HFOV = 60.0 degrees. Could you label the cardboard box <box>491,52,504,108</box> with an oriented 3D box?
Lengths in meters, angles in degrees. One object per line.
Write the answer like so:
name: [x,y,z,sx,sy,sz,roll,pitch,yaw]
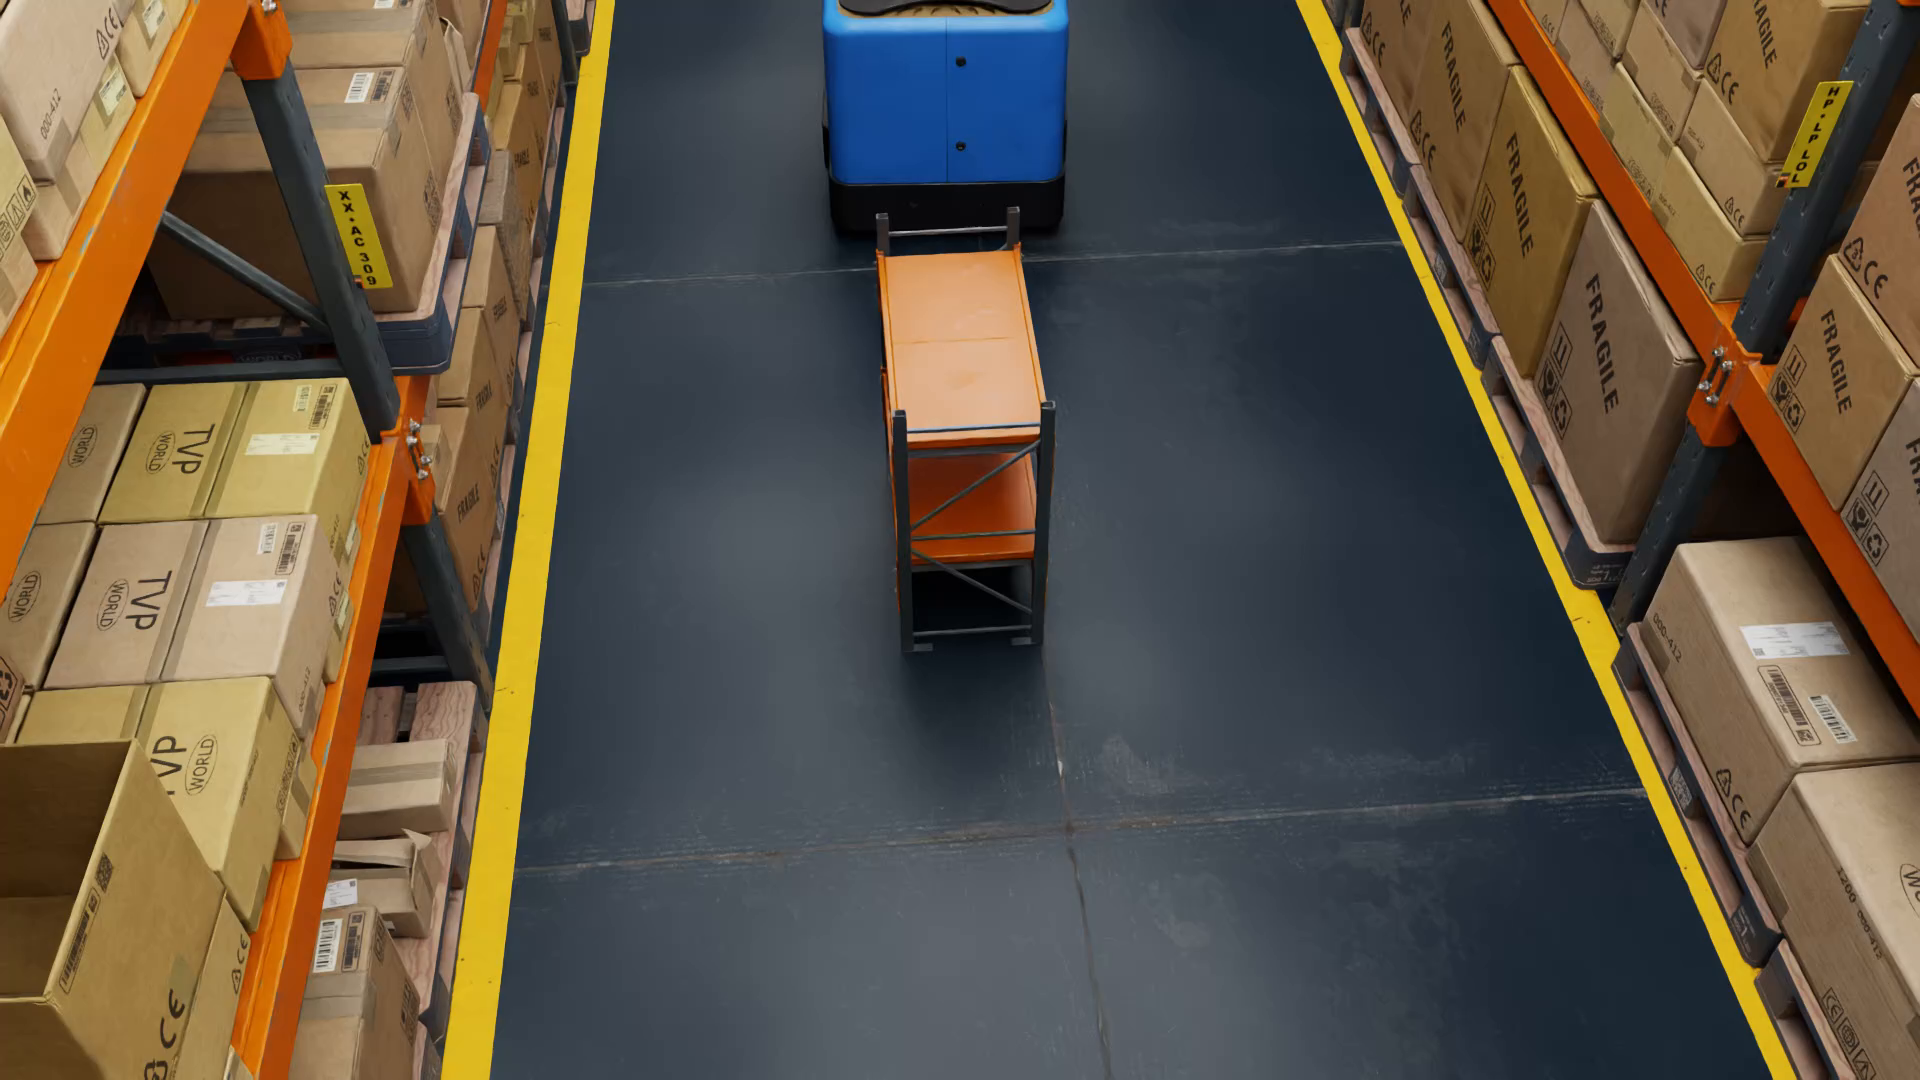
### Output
cardboard box: [-2.141,-1.929,6.997,0.380,0.149,0.250,-2,47,-2]

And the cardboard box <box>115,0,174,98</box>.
cardboard box: [-1.766,-0.977,3.216,0.380,0.149,0.250,-4,47,-3]

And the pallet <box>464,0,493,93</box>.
pallet: [-2.276,-1.873,6.090,1.003,0.211,1.213,-3,47,-3]

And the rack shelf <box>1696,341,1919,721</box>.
rack shelf: [3.005,0.938,3.791,1.077,0.370,4.000,-3,47,-3]

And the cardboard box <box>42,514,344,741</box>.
cardboard box: [-1.766,0.213,3.881,0.500,0.250,0.500,-3,47,-3]

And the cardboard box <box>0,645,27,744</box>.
cardboard box: [-2.249,0.333,3.250,0.500,0.500,0.500,-5,47,-4]

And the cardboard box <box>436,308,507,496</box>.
cardboard box: [-1.979,-0.485,6.076,0.500,0.500,0.500,-4,47,-4]

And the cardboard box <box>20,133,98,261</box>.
cardboard box: [-1.736,-0.604,2.863,0.380,0.149,0.250,-4,47,-3]

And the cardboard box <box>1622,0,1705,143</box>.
cardboard box: [2.509,-1.542,5.403,0.500,0.250,0.500,-2,47,-2]

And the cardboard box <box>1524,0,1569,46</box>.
cardboard box: [2.437,-2.122,6.297,0.500,0.250,0.500,-3,47,-3]

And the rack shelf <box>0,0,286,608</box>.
rack shelf: [-1.941,0.211,2.413,1.077,0.370,4.000,-3,47,-3]

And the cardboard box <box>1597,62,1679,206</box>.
cardboard box: [2.508,-1.382,5.596,0.500,0.250,0.500,-4,47,-4]

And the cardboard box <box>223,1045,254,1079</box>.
cardboard box: [-1.628,1.150,3.268,0.380,0.149,0.250,-3,47,-2]

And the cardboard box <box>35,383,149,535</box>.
cardboard box: [-2.336,-0.128,4.203,0.500,0.250,0.500,-4,47,-4]

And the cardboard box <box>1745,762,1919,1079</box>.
cardboard box: [2.859,1.089,4.628,0.875,0.438,0.875,-5,47,-4]

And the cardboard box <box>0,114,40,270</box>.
cardboard box: [-1.733,-0.453,2.446,0.500,0.250,0.500,-3,47,-2]

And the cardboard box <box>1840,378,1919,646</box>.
cardboard box: [2.654,-0.071,4.182,0.500,0.500,0.500,-3,47,-3]

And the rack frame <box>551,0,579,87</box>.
rack frame: [-2.443,-3.346,7.353,1.000,3.000,0.127,-3,47,-3]

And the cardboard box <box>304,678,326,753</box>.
cardboard box: [-1.746,0.415,3.964,0.380,0.149,0.250,-2,47,-2]

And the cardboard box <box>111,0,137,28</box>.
cardboard box: [-1.818,-1.200,3.153,0.500,0.250,0.500,-3,47,-3]

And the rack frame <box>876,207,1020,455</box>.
rack frame: [-0.042,-0.750,6.185,0.500,1.125,0.032,-3,47,-3]

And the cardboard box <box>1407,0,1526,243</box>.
cardboard box: [2.548,-1.913,7.170,0.875,0.875,0.875,-3,47,-3]

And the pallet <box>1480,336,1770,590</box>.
pallet: [2.698,-0.351,6.437,1.003,0.211,1.213,-3,47,-3]

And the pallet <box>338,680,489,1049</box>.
pallet: [-2.052,1.004,5.154,1.003,0.211,1.213,-3,47,-3]

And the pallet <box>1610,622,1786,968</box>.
pallet: [2.823,0.758,5.387,1.003,0.211,1.213,-3,47,-3]

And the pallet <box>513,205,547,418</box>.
pallet: [-2.319,-0.964,7.017,1.003,0.211,1.213,-3,47,-3]

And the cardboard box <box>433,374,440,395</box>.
cardboard box: [-2.006,-0.616,5.753,0.380,0.149,0.250,-6,47,-5]

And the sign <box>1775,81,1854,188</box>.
sign: [2.298,-1.087,4.470,0.100,0.325,0.005,-3,47,-3]

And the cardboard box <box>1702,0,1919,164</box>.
cardboard box: [2.550,-1.442,4.792,0.500,0.500,0.500,-2,47,-2]

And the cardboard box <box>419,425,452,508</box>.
cardboard box: [-1.873,-0.235,5.392,0.380,0.149,0.250,-1,47,-1]

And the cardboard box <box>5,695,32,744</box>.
cardboard box: [-2.246,0.608,3.506,0.500,0.250,0.500,-3,47,-2]

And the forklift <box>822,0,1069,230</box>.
forklift: [-0.099,-3.456,7.504,1.130,2.935,3.031,-1,47,-1]

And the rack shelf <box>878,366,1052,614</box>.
rack shelf: [0.001,-0.214,6.014,0.538,0.278,1.000,-3,47,-3]

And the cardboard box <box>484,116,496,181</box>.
cardboard box: [-2.066,-1.550,6.638,0.380,0.149,0.250,-6,47,-5]

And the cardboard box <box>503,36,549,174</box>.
cardboard box: [-2.162,-1.975,7.487,0.500,0.500,0.500,-4,47,-4]

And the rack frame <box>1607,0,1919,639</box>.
rack frame: [2.838,-0.756,4.900,1.000,3.000,0.127,-3,47,-3]

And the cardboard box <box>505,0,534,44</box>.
cardboard box: [-2.096,-2.316,7.363,0.380,0.149,0.250,-6,47,-5]

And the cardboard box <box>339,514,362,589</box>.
cardboard box: [-1.786,0.037,4.322,0.380,0.149,0.250,-2,47,-2]

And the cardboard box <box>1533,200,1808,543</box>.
cardboard box: [2.706,-0.613,5.939,0.875,0.875,0.875,-2,47,-2]

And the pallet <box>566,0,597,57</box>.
pallet: [-2.473,-2.985,8.931,1.003,0.211,1.213,-3,47,-3]

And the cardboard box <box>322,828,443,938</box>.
cardboard box: [-1.739,0.988,4.842,0.396,0.266,0.258,-2,47,-2]

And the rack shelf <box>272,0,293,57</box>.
rack shelf: [-2.276,-2.683,5.154,1.077,0.370,4.000,-3,47,-3]

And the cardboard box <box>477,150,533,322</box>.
cardboard box: [-2.053,-1.222,6.774,0.500,0.500,0.500,-5,47,-5]

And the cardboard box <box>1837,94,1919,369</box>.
cardboard box: [2.636,-0.775,4.160,0.500,0.500,0.500,-3,47,-3]

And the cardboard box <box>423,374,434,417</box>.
cardboard box: [-1.943,-0.523,5.460,0.380,0.149,0.250,-6,47,-5]

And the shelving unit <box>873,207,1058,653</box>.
shelving unit: [0.001,-0.382,5.837,0.538,1.125,1.048,-3,47,-3]

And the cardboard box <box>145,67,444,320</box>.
cardboard box: [-1.926,-0.994,4.767,0.700,0.500,0.500,-2,47,-2]

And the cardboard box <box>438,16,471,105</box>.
cardboard box: [-1.842,-1.578,5.482,0.396,0.266,0.258,-1,47,-1]

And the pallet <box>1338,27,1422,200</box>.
pallet: [2.494,-2.116,8.109,1.003,0.211,1.213,-3,47,-3]

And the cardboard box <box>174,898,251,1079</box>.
cardboard box: [-1.695,0.947,3.185,0.500,0.250,0.500,-5,47,-4]
